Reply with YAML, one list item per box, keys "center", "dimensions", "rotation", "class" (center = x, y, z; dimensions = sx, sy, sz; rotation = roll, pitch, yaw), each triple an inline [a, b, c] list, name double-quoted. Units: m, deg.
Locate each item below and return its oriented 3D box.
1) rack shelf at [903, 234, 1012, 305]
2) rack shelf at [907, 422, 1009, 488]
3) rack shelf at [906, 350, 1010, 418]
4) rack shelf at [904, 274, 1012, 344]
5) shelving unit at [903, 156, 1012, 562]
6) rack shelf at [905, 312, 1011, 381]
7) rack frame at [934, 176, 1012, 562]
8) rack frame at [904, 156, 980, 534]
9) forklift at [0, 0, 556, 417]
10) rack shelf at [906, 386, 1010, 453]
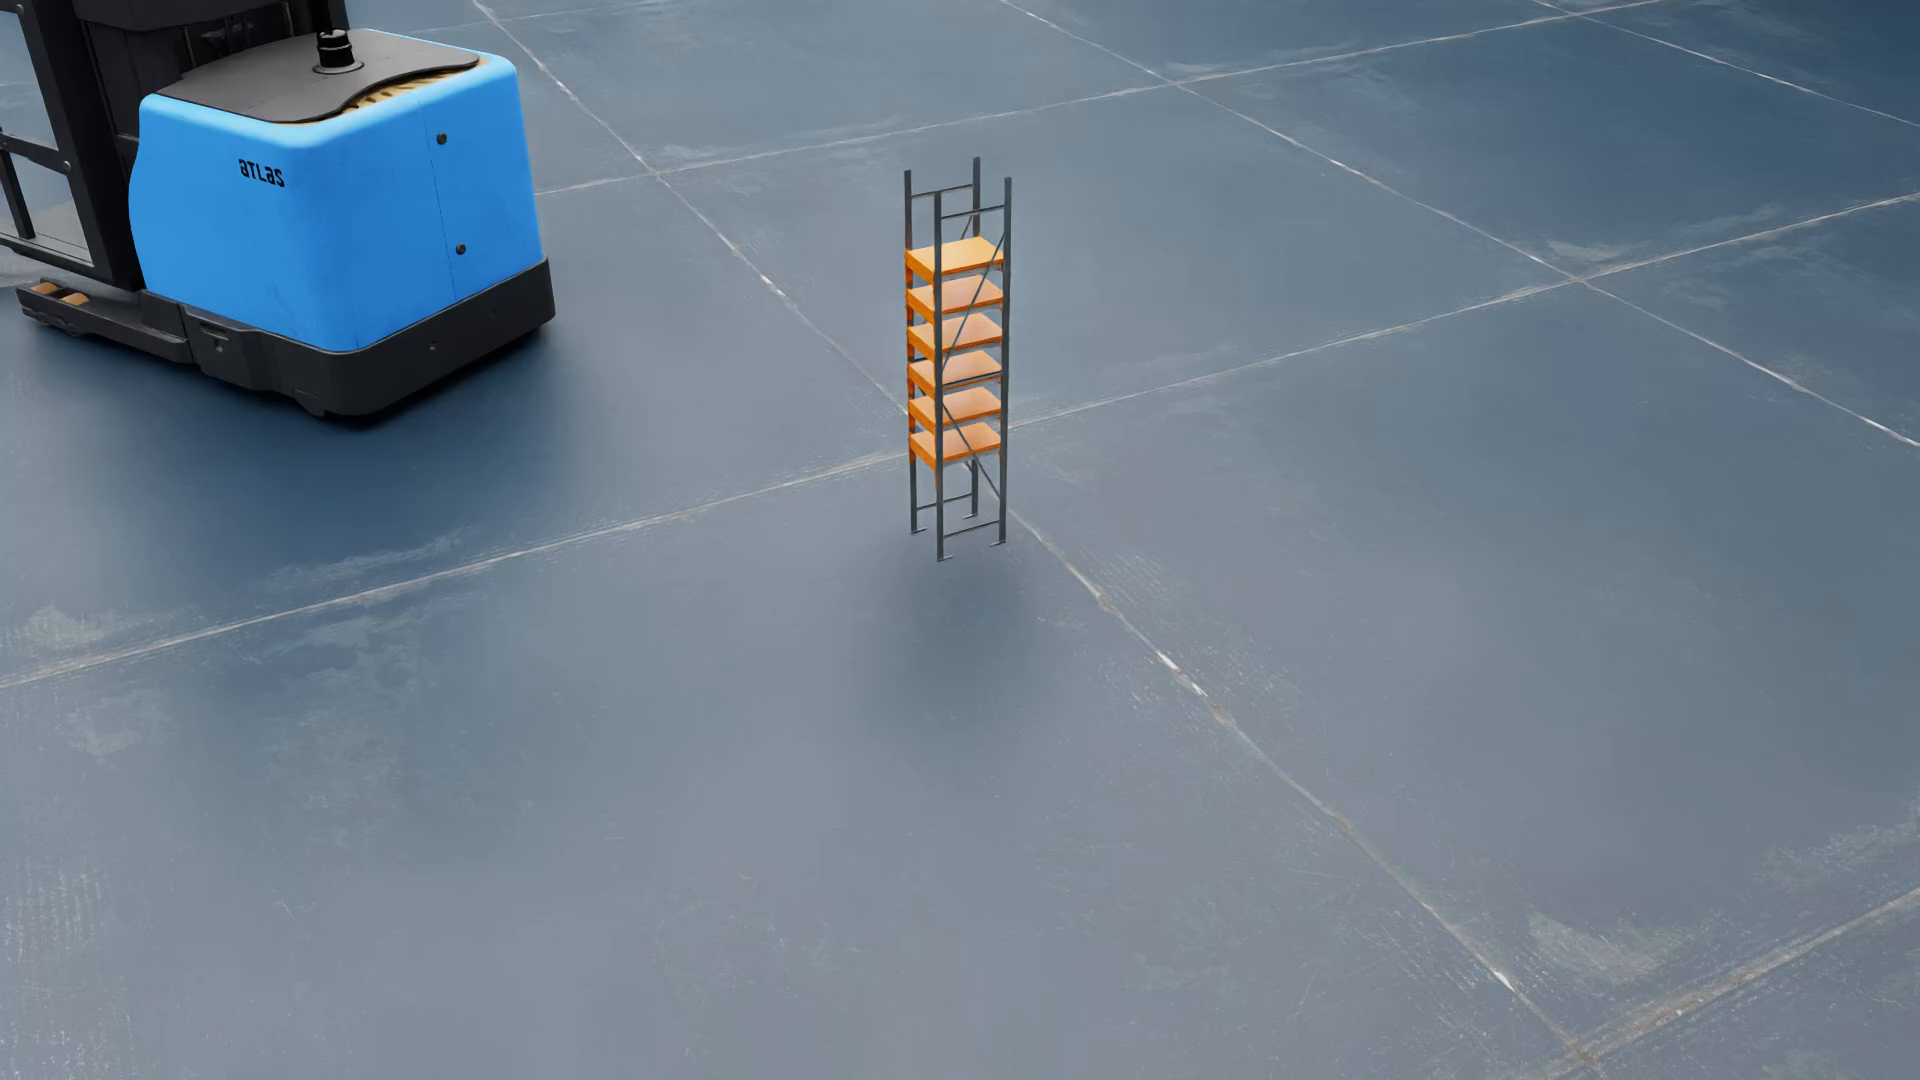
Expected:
- center: [-0.007, -0.778, 4.767]
  dimensions: [0.258, 0.103, 0.180]
  rotation: [-16, 36, -23]
  class: "rack shelf"
- center: [-0.007, -0.273, 5.091]
  dimensions: [0.258, 0.103, 0.180]
  rotation: [-16, 36, -23]
  class: "rack shelf"
- center: [-0.007, -0.475, 4.961]
  dimensions: [0.258, 0.103, 0.180]
  rotation: [-16, 36, -23]
  class: "rack shelf"
- center: [-0.007, -0.677, 4.832]
  dimensions: [0.258, 0.103, 0.180]
  rotation: [-16, 36, -23]
  class: "rack shelf"
- center: [-0.007, -0.512, 4.937]
  dimensions: [0.258, 1.200, 0.189]
  rotation: [-16, 36, -23]
  class: "shelving unit"
- center: [-0.007, -0.576, 4.896]
  dimensions: [0.258, 0.103, 0.180]
  rotation: [-16, 36, -23]
  class: "rack shelf"
- center: [0.036, -0.468, 4.869]
  dimensions: [0.240, 1.200, 0.006]
  rotation: [-16, 36, -23]
  class: "rack frame"
- center: [-0.049, -0.556, 5.005]
  dimensions: [0.240, 1.200, 0.006]
  rotation: [-16, 36, -23]
  class: "rack frame"
- center: [-3.104, -2.250, 6.044]
  dimensions: [3.031, 2.935, 1.130]
  rotation: [18, 37, 26]
  class: "forklift"
- center: [-0.007, -0.374, 5.026]
  dimensions: [0.258, 0.103, 0.180]
  rotation: [-16, 36, -23]
  class: "rack shelf"
